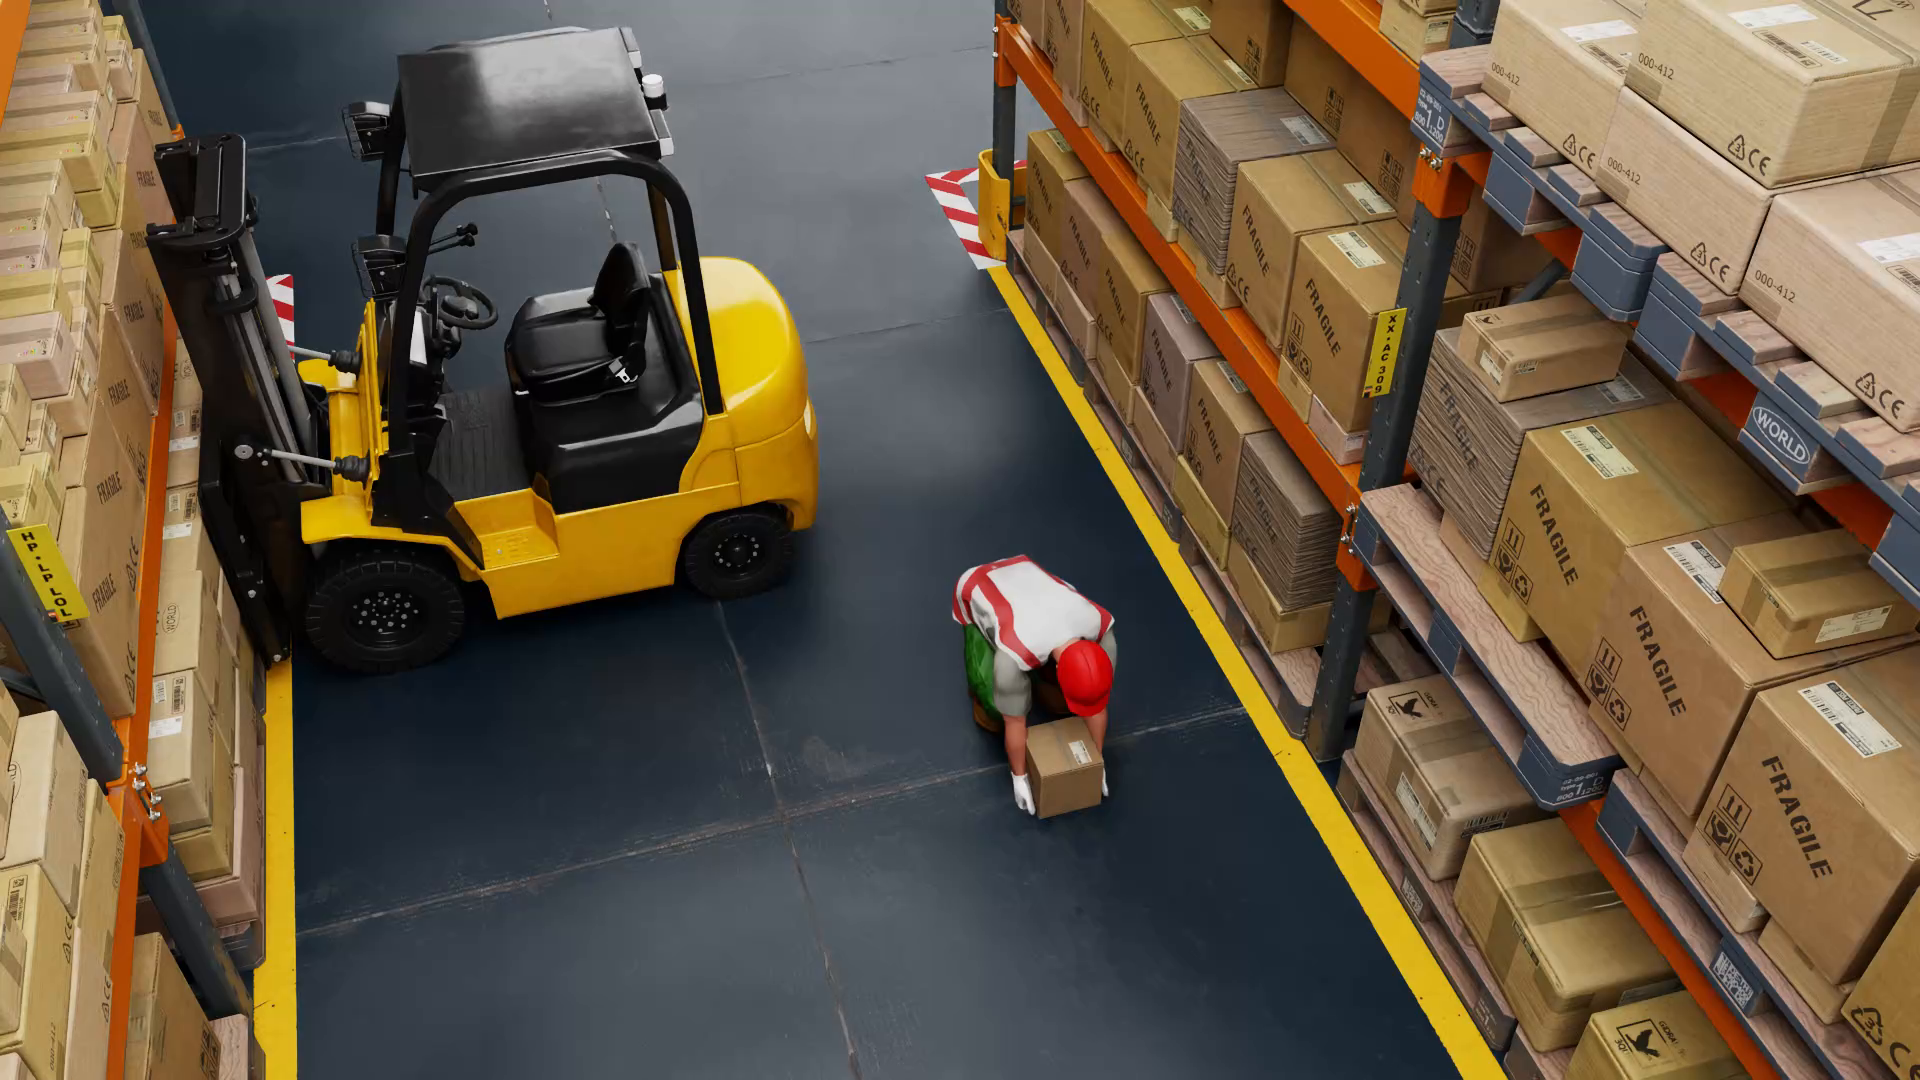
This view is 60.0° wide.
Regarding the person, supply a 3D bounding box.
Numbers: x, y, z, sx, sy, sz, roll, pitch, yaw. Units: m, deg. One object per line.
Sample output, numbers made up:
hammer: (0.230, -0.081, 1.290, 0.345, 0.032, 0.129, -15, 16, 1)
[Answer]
person: (0.294, 0.501, 6.405, 0.532, 0.864, 0.930, -14, 44, -15)
